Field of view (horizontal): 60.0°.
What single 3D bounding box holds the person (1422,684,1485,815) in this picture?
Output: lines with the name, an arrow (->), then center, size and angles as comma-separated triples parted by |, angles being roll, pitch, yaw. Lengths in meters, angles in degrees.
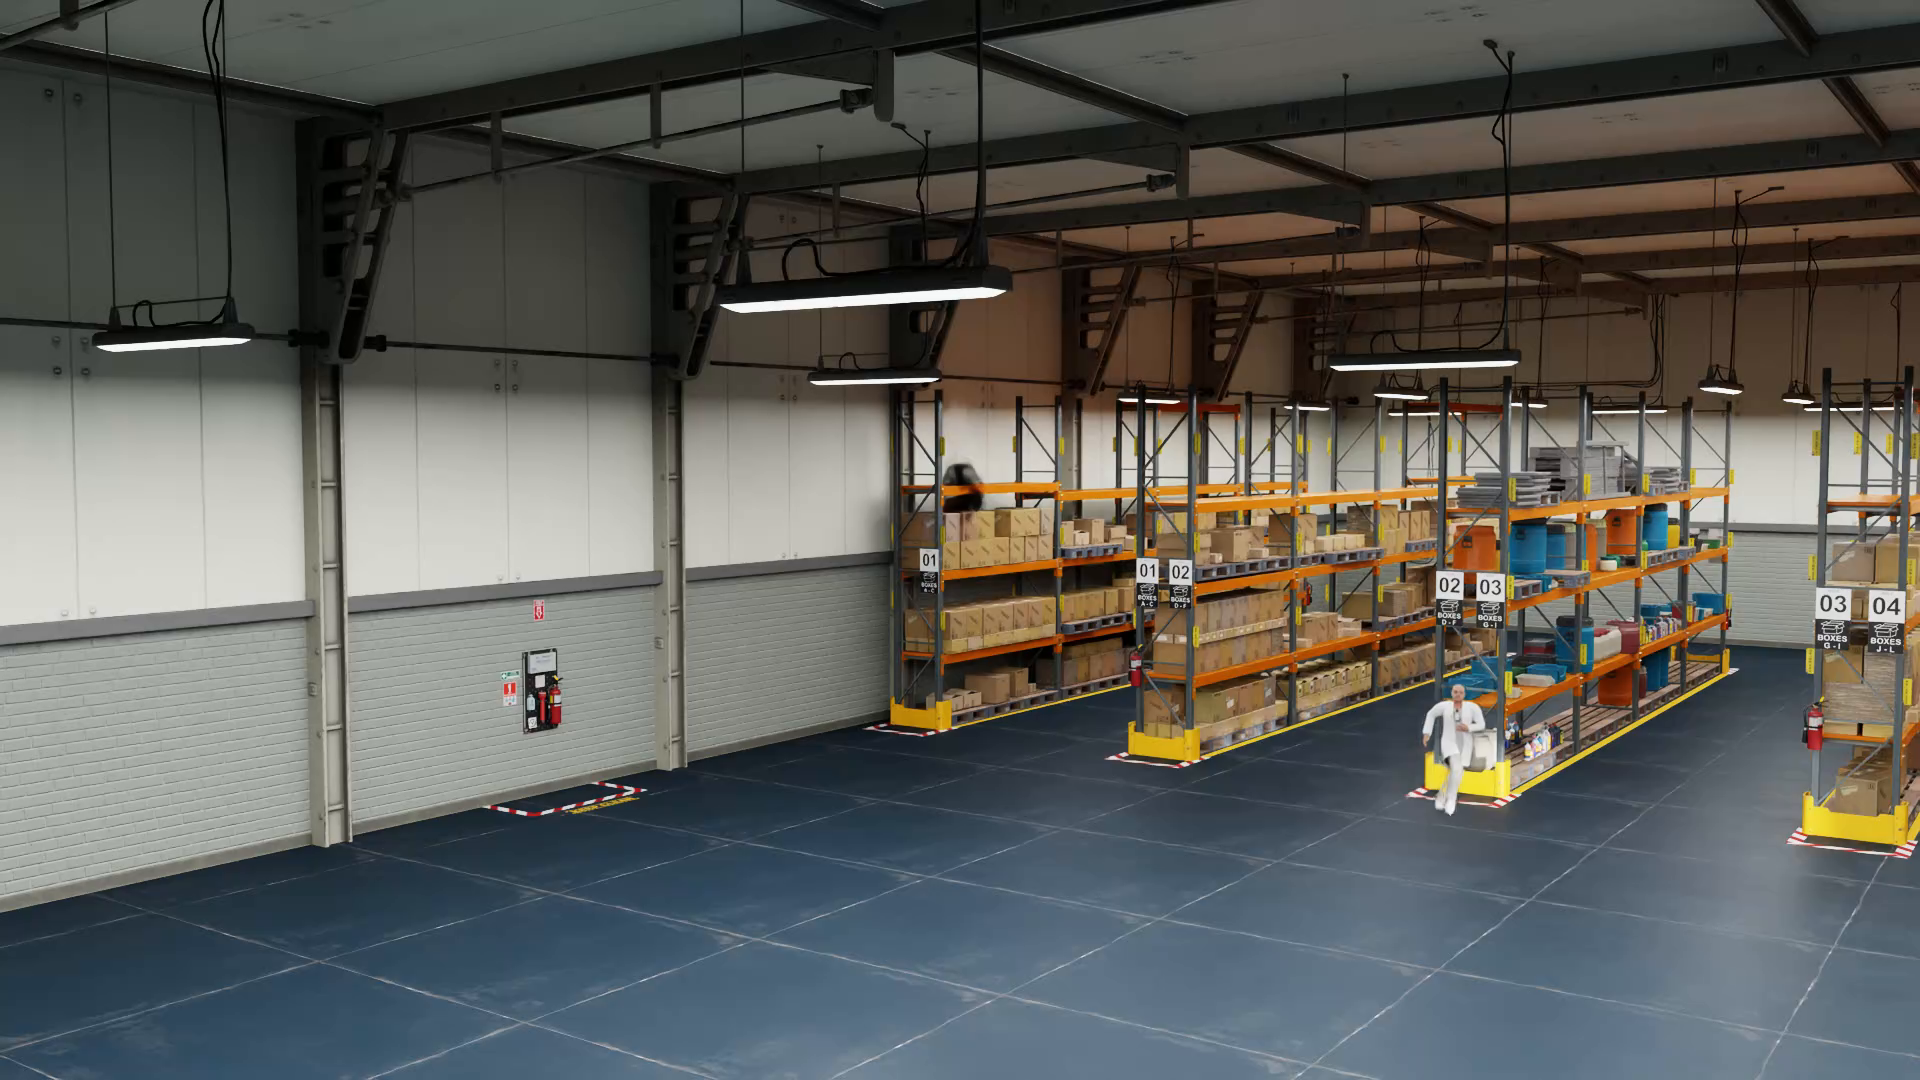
person -> 6.767, 2.843, 22.748 | 0.740, 1.758, 0.706 | 0, 3, -2
